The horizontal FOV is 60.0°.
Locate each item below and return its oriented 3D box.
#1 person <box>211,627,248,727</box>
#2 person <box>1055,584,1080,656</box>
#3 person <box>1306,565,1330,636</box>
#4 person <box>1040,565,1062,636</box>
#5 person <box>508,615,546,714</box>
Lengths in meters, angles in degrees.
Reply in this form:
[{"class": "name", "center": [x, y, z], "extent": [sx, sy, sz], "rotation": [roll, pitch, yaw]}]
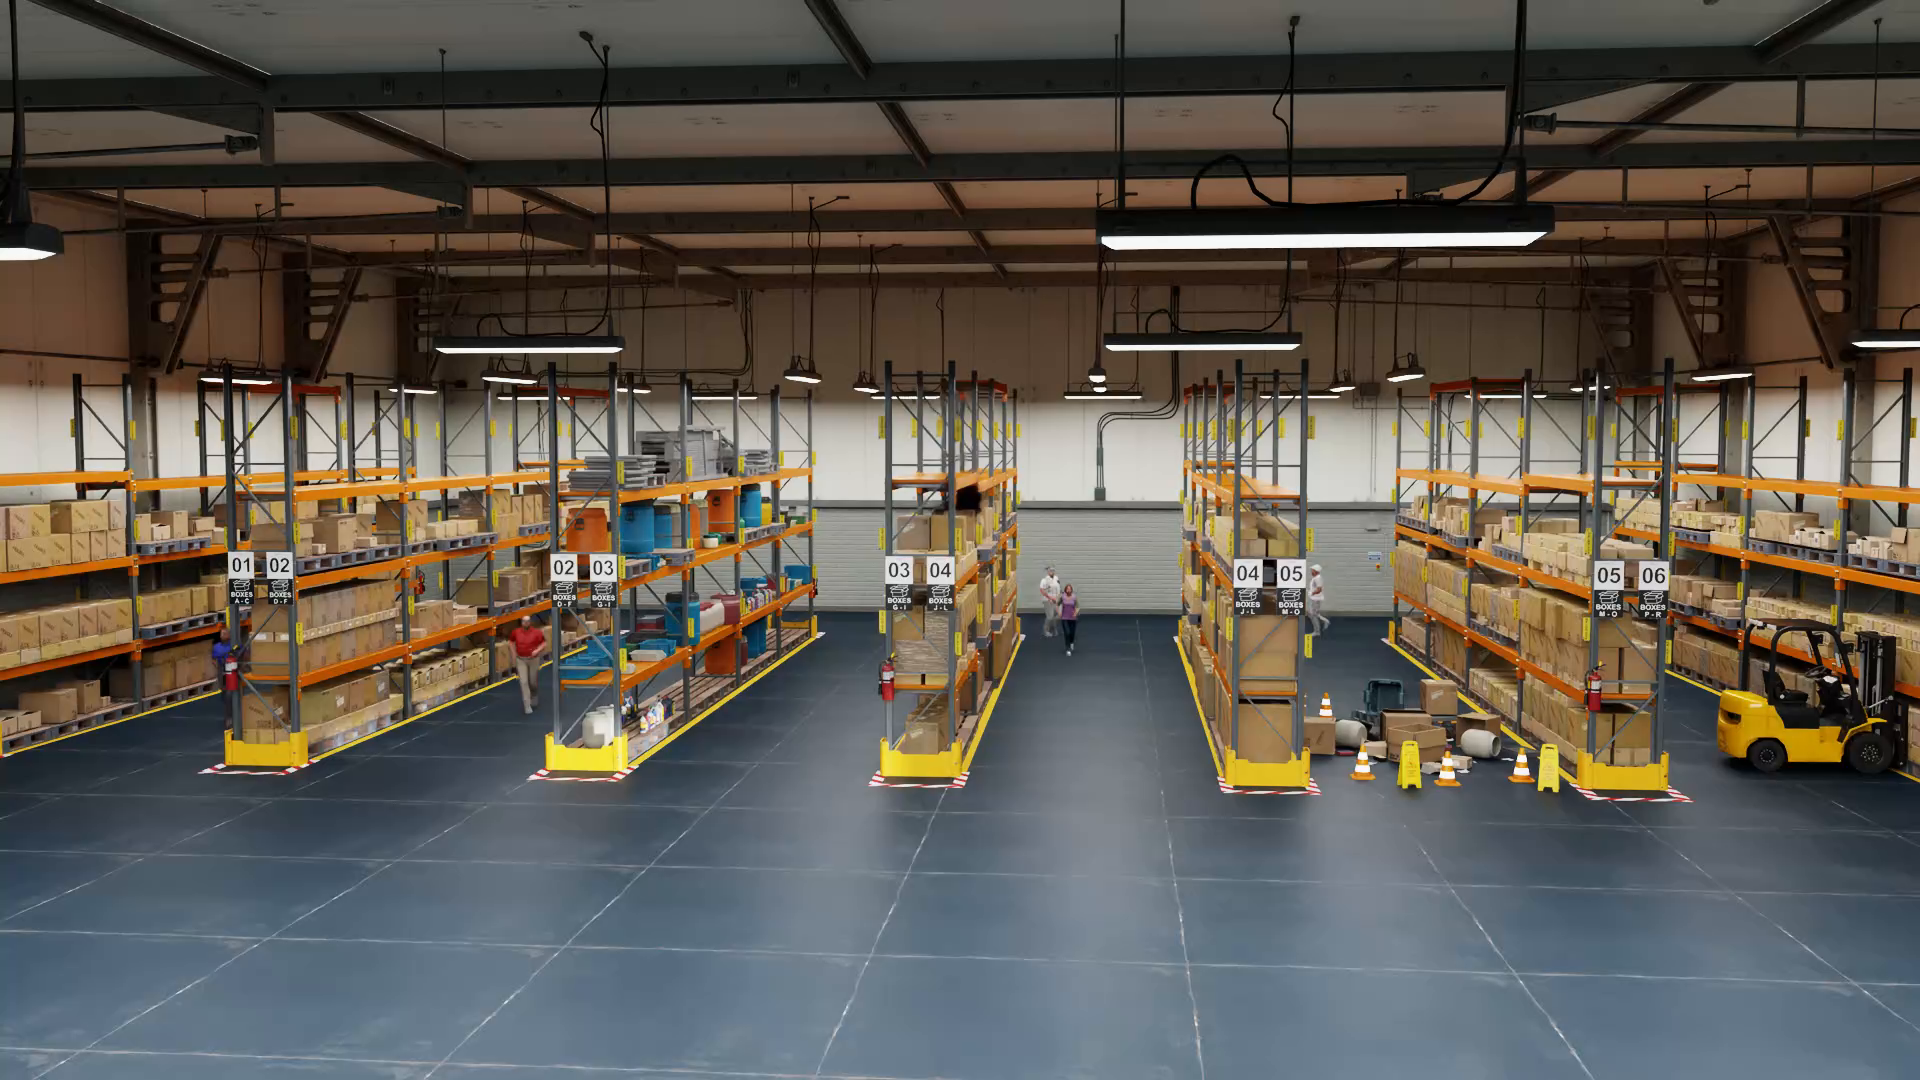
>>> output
[{"class": "person", "center": [-12.467, 2.331, 28.334], "extent": [0.524, 1.703, 0.767], "rotation": [0, 4, 0]}, {"class": "person", "center": [2.408, 1.777, 37.139], "extent": [0.561, 1.586, 0.693], "rotation": [0, 4, 0]}, {"class": "person", "center": [8.718, 1.470, 40.557], "extent": [0.639, 1.748, 0.672], "rotation": [1, 4, 10]}, {"class": "person", "center": [2.258, 1.472, 40.410], "extent": [0.681, 1.751, 0.600], "rotation": [-3, 5, -41]}, {"class": "person", "center": [-7.733, 2.192, 29.732], "extent": [0.671, 1.729, 0.858], "rotation": [-1, 4, -11]}]
